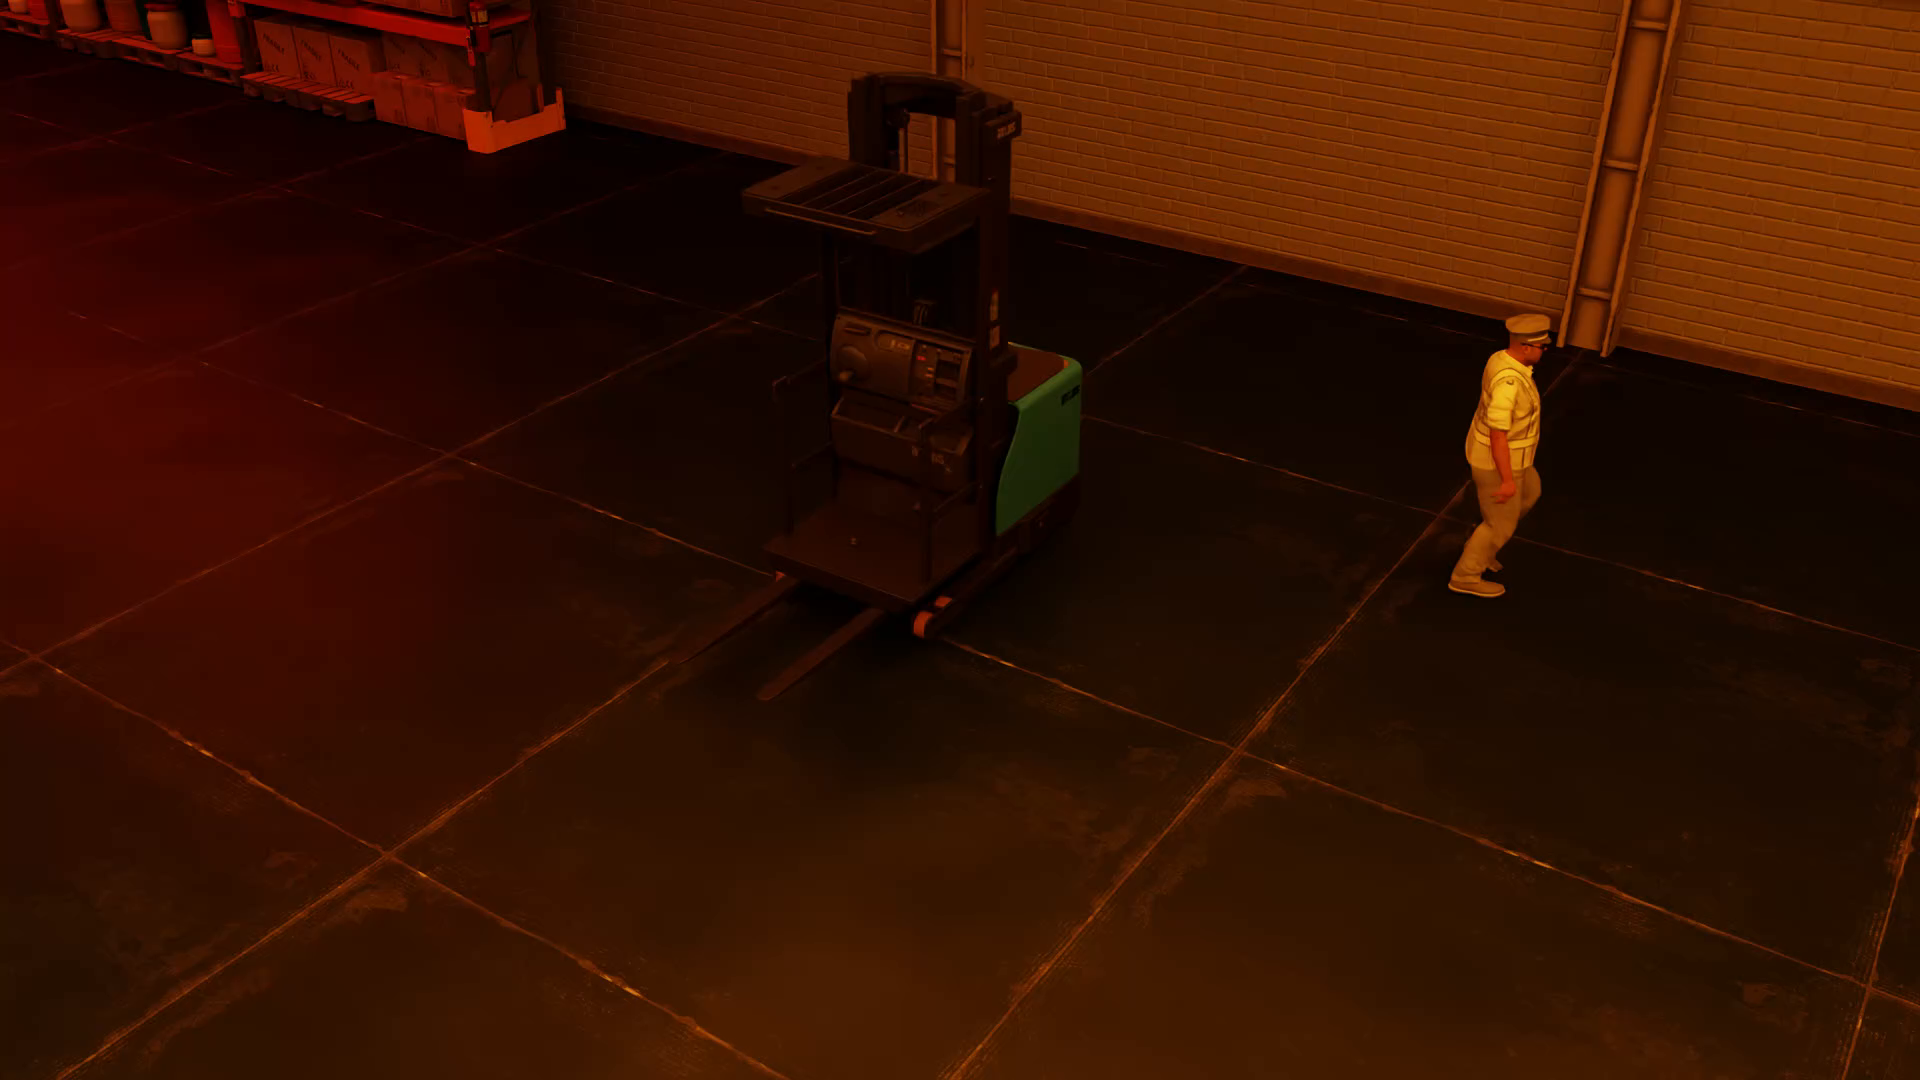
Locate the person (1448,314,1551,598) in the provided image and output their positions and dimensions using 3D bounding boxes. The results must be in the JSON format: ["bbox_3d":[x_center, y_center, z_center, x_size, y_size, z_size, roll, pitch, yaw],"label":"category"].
[{"bbox_3d":[3.175,-0.463,9.607,0.494,1.771,0.650,5,31,9],"label":"person"}]

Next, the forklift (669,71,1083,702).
[{"bbox_3d":[-0.454,-0.967,9.246,1.130,2.935,3.031,18,35,28],"label":"forklift"}]
